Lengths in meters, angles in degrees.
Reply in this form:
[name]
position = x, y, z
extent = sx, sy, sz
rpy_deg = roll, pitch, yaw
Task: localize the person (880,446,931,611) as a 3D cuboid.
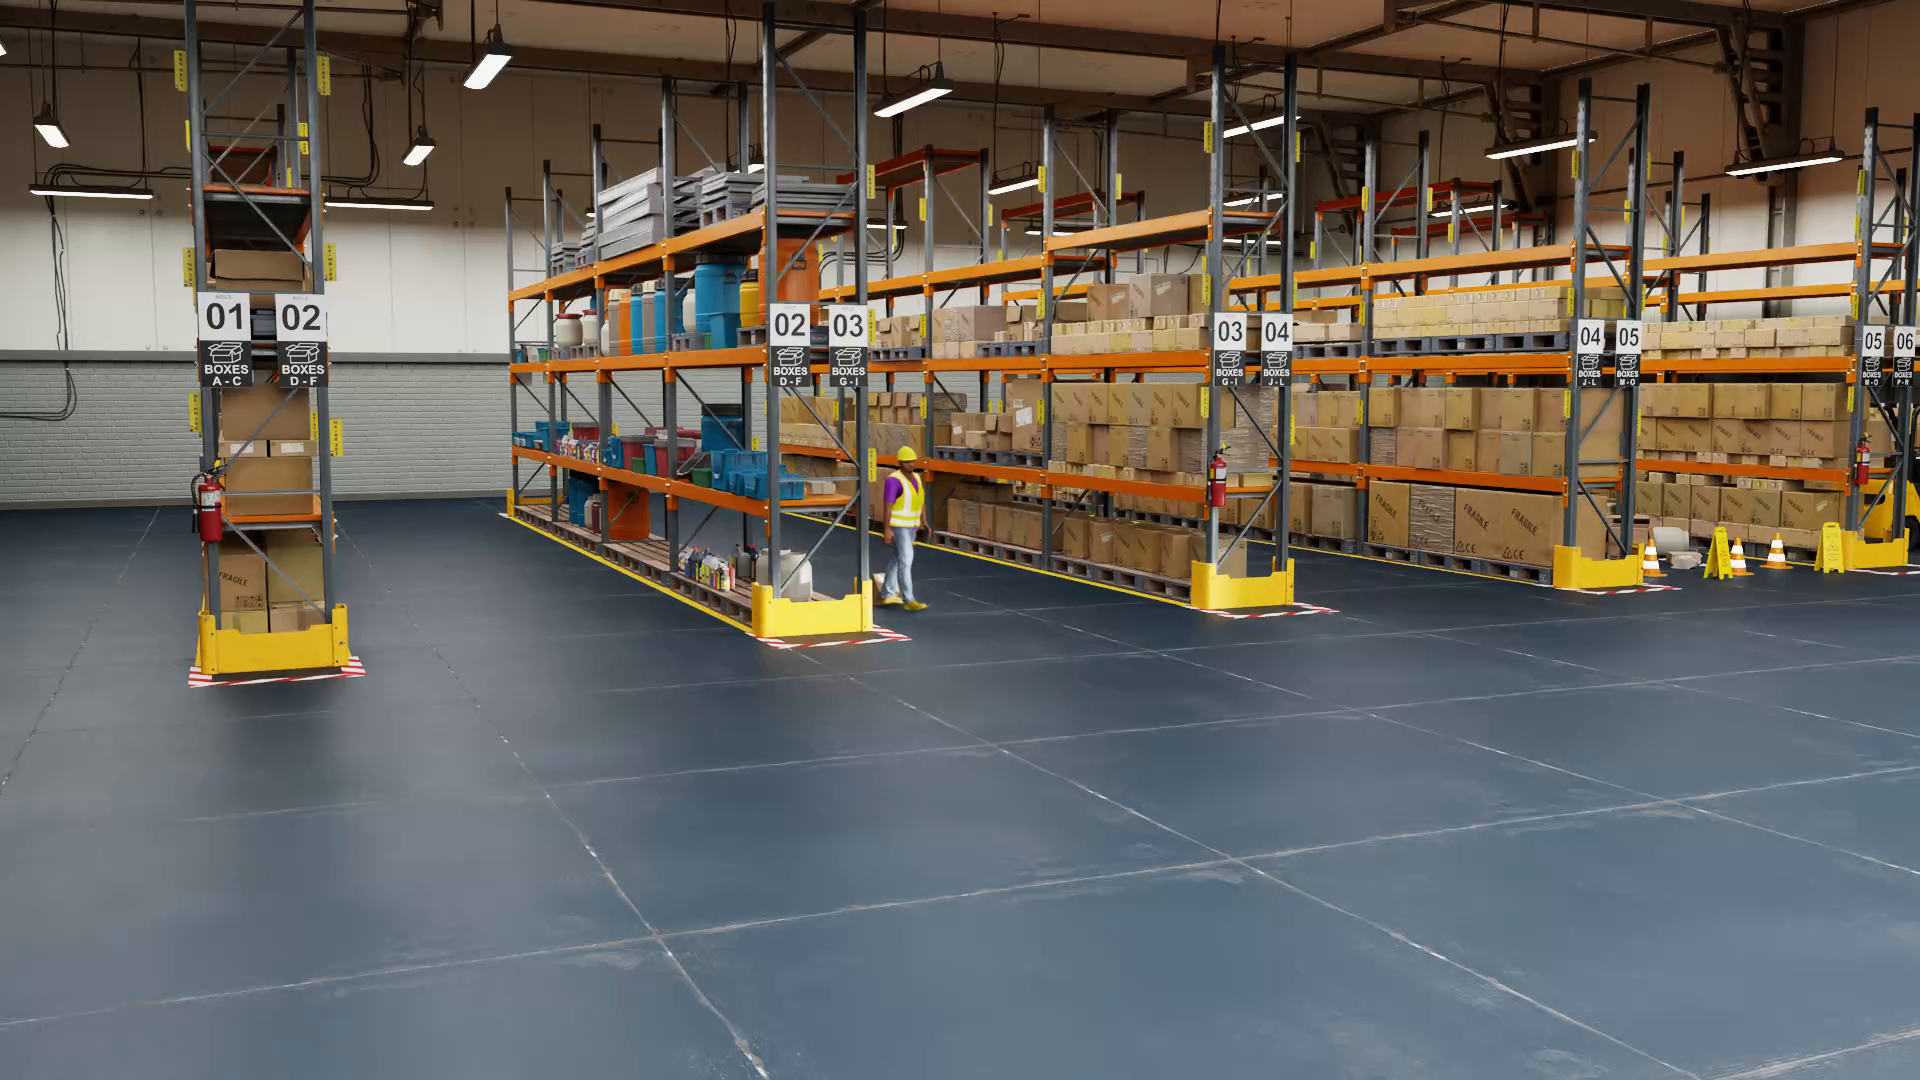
[person]
position = -0.599, -0.128, 17.977
extent = 0.668, 1.766, 0.609
rpy_deg = 3, 6, 27
